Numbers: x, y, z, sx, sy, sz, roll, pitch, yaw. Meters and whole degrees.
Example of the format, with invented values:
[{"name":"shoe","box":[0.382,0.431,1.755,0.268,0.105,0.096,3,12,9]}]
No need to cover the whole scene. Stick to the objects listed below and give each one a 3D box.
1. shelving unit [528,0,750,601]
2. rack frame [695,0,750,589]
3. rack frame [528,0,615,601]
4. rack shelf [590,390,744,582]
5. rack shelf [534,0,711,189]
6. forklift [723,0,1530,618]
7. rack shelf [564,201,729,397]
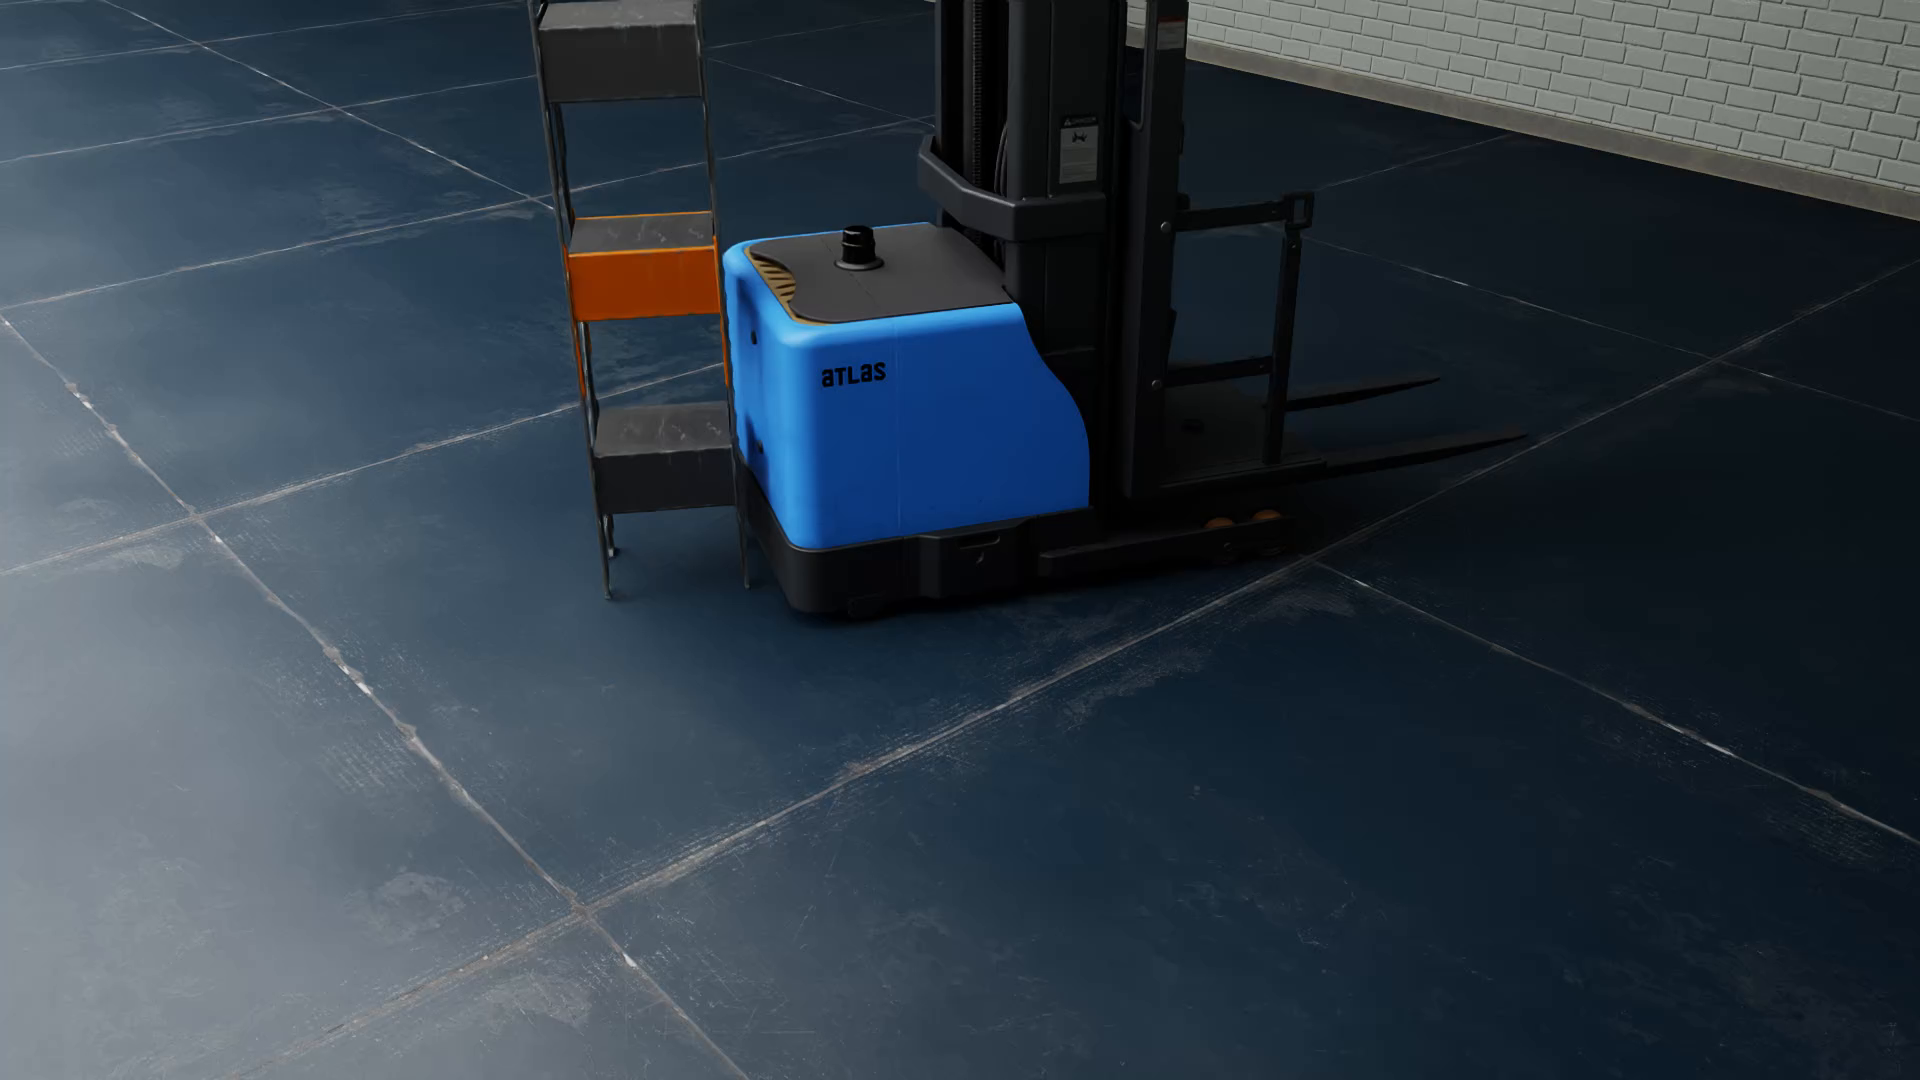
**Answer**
[{"name":"shelving unit","box":[-1.038,-0.825,5.558,0.503,2.100,0.431,-5,28,-7]},{"name":"rack frame","box":[-0.797,-0.844,5.587,0.015,2.100,0.400,-5,28,-7]},{"name":"rack frame","box":[-1.280,-0.806,5.529,0.015,2.100,0.400,-5,28,-7]},{"name":"rack shelf","box":[-1.029,-0.196,5.895,0.480,0.518,0.431,-5,28,-7]},{"name":"rack shelf","box":[-1.047,-1.430,5.234,0.480,0.518,0.431,-5,28,-7]},{"name":"forklift","box":[0.711,-1.432,5.820,3.031,2.935,1.130,-9,29,-17]},{"name":"rack shelf","box":[-1.038,-0.813,5.564,0.480,0.518,0.431,-5,28,-7]}]
